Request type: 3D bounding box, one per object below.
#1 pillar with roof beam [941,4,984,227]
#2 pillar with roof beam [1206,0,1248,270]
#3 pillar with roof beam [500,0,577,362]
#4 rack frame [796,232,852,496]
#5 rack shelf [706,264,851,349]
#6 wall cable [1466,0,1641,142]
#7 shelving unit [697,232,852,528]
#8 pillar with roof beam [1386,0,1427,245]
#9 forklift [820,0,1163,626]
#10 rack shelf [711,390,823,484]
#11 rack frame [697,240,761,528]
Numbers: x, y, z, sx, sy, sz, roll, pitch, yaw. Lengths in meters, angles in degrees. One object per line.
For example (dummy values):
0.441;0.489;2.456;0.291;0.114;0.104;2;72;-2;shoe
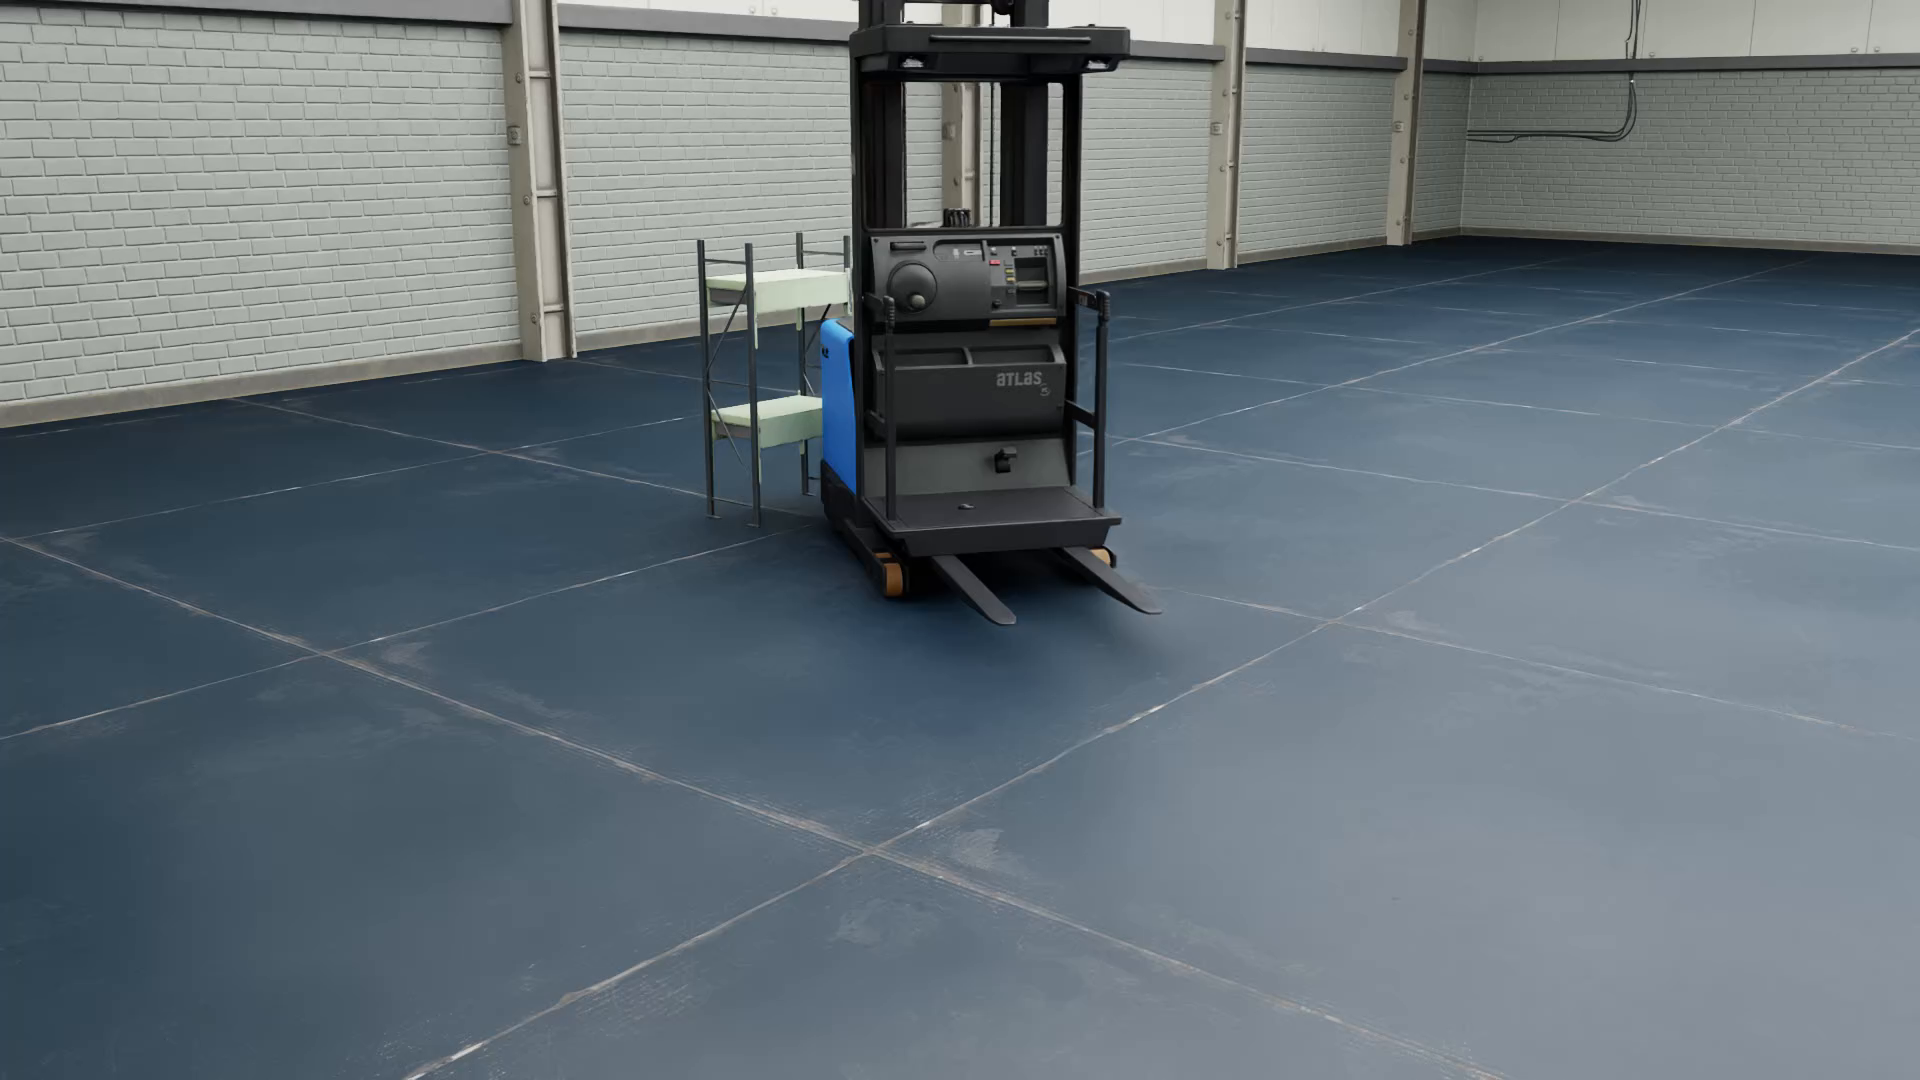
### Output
3.376;-6.505;15.953;9.100;9.000;0.400;11;18;38;pillar with roof beam
7.147;-7.654;20.476;9.100;9.000;0.400;11;18;38;pillar with roof beam
-0.395;-5.356;11.430;9.100;9.000;0.400;11;18;38;pillar with roof beam
-0.757;-0.963;9.368;0.400;1.500;0.023;12;18;38;rack frame
-0.991;-1.272;8.998;0.431;0.370;0.720;12;18;38;rack shelf
10.450;-8.324;29.419;3.097;2.526;0.112;11;18;38;wall cable
-0.991;-0.894;9.094;0.431;1.500;0.755;12;18;38;shelving unit
10.918;-8.803;24.999;9.100;9.000;0.400;11;18;38;pillar with roof beam
0.100;-1.259;7.625;1.130;2.935;3.031;-4;15;-14;forklift
-0.991;-0.578;9.175;0.431;0.370;0.720;12;18;38;rack shelf
-1.224;-0.824;8.821;0.400;1.500;0.023;12;18;38;rack frame
